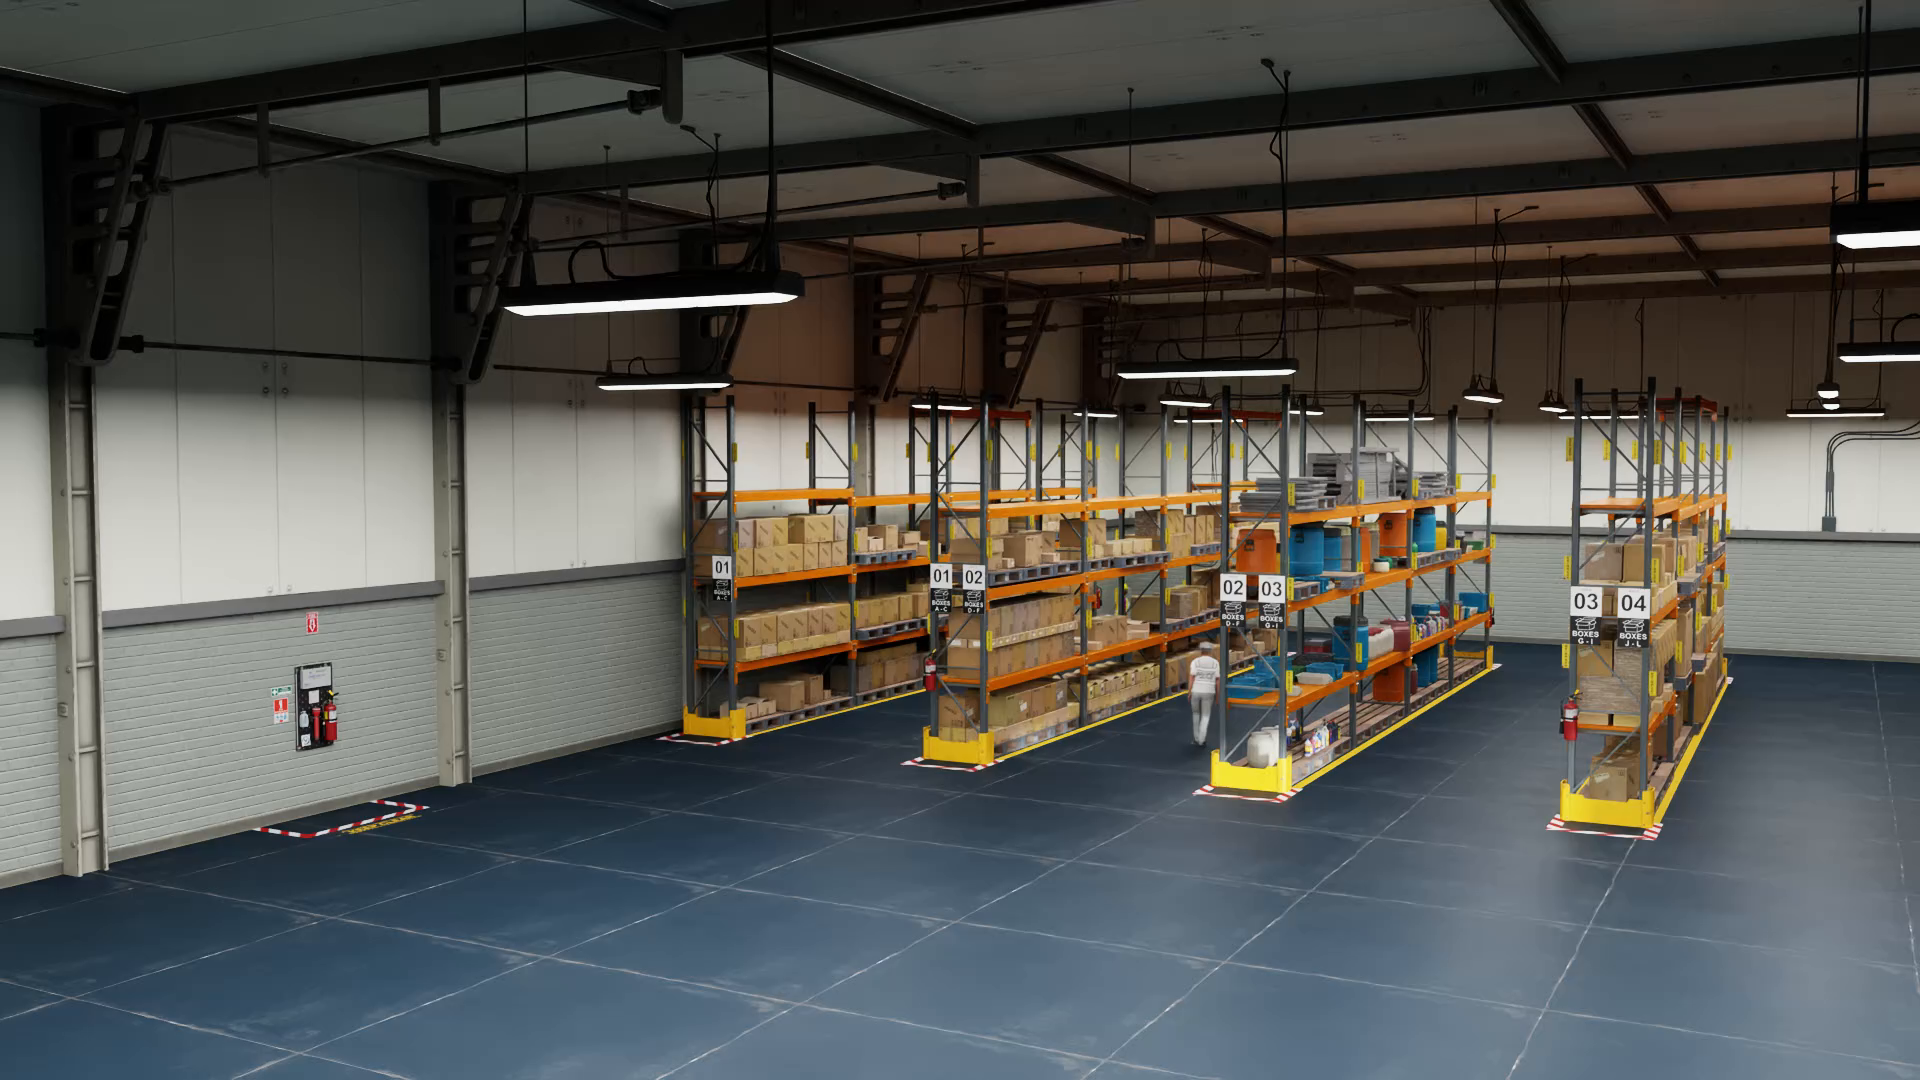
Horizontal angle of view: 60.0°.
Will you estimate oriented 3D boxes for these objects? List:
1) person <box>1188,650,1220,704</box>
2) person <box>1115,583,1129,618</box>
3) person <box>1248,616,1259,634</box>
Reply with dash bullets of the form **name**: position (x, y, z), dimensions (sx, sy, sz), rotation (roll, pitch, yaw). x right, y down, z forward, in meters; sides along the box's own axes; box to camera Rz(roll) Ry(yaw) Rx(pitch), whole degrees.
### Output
- **person**: position (4.185, 2.305, 28.391), dimensions (0.539, 1.035, 0.423), rotation (1, 3, 19)
- **person**: position (3.945, 1.919, 41.323), dimensions (0.612, 1.701, 0.547), rotation (0, 3, 0)
- **person**: position (7.743, 1.975, 43.076), dimensions (0.594, 1.373, 0.456), rotation (1, 3, 22)
